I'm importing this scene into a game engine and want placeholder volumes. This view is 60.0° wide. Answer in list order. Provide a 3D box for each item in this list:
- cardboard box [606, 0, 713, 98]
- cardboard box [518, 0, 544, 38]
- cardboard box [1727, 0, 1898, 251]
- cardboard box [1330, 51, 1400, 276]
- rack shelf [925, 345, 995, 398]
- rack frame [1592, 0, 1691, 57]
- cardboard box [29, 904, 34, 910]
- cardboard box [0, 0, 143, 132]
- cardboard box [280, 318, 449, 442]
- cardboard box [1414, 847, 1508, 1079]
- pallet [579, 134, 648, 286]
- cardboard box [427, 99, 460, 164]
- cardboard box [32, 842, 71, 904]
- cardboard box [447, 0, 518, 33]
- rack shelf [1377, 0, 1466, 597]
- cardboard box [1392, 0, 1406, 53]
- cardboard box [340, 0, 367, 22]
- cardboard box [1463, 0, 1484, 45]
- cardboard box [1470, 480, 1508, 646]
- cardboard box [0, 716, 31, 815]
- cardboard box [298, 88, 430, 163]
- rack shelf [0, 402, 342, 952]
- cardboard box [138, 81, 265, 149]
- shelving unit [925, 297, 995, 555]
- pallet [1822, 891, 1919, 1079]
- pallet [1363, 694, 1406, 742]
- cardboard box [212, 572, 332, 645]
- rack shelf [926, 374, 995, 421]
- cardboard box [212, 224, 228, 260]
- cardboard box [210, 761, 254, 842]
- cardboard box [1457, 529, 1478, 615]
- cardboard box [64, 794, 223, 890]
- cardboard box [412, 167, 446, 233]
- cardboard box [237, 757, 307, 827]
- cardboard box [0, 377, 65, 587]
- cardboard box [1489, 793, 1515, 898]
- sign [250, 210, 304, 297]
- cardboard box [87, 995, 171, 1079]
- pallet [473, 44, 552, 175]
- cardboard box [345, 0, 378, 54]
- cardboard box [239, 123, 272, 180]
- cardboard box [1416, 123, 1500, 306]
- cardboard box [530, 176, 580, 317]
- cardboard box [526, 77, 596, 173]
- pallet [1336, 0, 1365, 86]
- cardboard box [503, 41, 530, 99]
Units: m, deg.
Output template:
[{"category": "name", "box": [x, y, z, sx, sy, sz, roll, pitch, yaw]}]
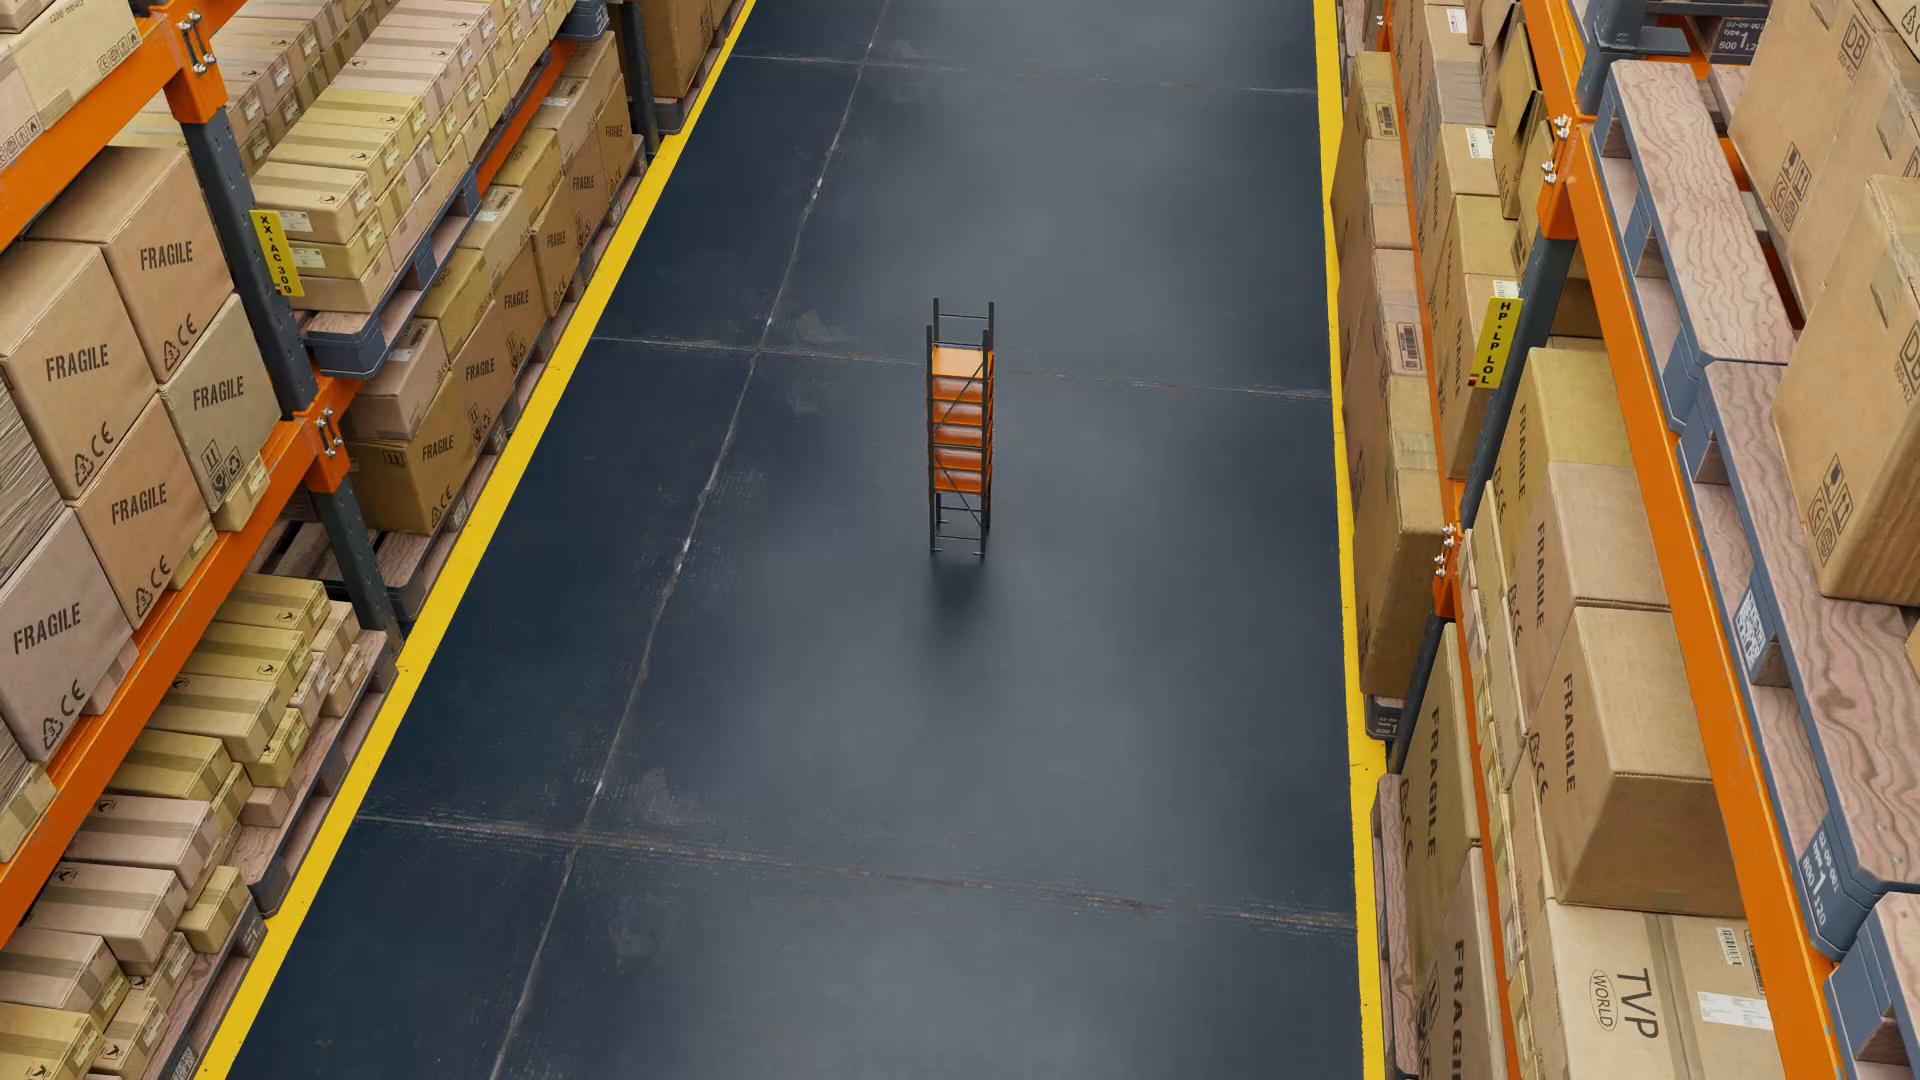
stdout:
[{"category": "cardboard box", "box": [-2.080, -3.135, 9.732, 1.050, 0.750, 0.750, 5, 44, 5]}, {"category": "cardboard box", "box": [-2.032, -2.304, 7.185, 0.380, 0.149, 0.250, 6, 44, 7]}, {"category": "cardboard box", "box": [2.080, -0.922, 3.432, 0.700, 0.500, 0.500, 3, 44, 3]}, {"category": "cardboard box", "box": [2.541, -1.785, 8.216, 1.225, 0.875, 0.875, 3, 44, 4]}, {"category": "rack shelf", "box": [0.002, -0.675, 6.653, 0.258, 0.103, 0.180, 5, 44, 6]}, {"category": "rack frame", "box": [2.124, -2.325, 3.183, 1.000, 3.000, 0.127, 5, 44, 6]}, {"category": "cardboard box", "box": [-3.147, 1.155, 5.639, 0.380, 0.149, 0.250, 4, 44, 4]}, {"category": "cardboard box", "box": [-2.576, -1.342, 4.435, 0.500, 0.250, 0.500, 6, 44, 7]}, {"category": "cardboard box", "box": [-2.419, -0.663, 6.758, 0.500, 0.250, 0.500, 3, 44, 4]}, {"category": "cardboard box", "box": [1.839, 1.528, 4.716, 0.875, 0.875, 0.875, 5, 44, 6]}, {"category": "pallet", "box": [-2.355, -1.847, 9.070, 1.003, 0.211, 1.213, 5, 44, 6]}, {"category": "cardboard box", "box": [-2.171, -1.592, 6.433, 0.380, 0.149, 0.250, 4, 44, 4]}, {"category": "cardboard box", "box": [-3.183, 1.045, 5.538, 0.380, 0.149, 0.250, 7, 44, 7]}, {"category": "cardboard box", "box": [-2.069, -2.236, 6.896, 0.380, 0.149, 0.250, 6, 44, 7]}, {"category": "rack shelf", "box": [2.389, -1.248, 6.932, 1.077, 0.370, 4.000, 5, 44, 6]}, {"category": "cardboard box", "box": [2.319, -2.602, 7.766, 0.500, 0.500, 0.500, 6, 44, 7]}, {"category": "cardboard box", "box": [-2.712, -2.307, 6.971, 0.380, 0.149, 0.250, 5, 44, 5]}, {"category": "cardboard box", "box": [2.452, -2.332, 6.752, 0.797, 0.503, 0.637, 6, 44, 6]}, {"category": "cardboard box", "box": [1.803, 0.096, 4.882, 0.500, 0.250, 0.500, 5, 44, 5]}, {"category": "cardboard box", "box": [-2.790, 0.587, 4.182, 0.500, 0.500, 0.500, 4, 44, 4]}, {"category": "cardboard box", "box": [-2.203, -1.535, 6.156, 0.380, 0.149, 0.250, 6, 44, 6]}, {"category": "rack shelf", "box": [-3.043, 0.958, 4.602, 1.077, 0.370, 4.000, 5, 44, 6]}, {"category": "cardboard box", "box": [-2.848, -1.594, 6.218, 0.380, 0.149, 0.250, 4, 44, 4]}, {"category": "shelving unit", "box": [0.002, -0.446, 6.870, 0.258, 1.200, 0.189, 5, 44, 6]}, {"category": "pallet", "box": [1.683, 1.016, 1.900, 1.003, 0.211, 1.213, 5, 44, 6]}, {"category": "pallet", "box": [2.152, 0.333, 6.767, 1.003, 0.211, 1.213, 5, 44, 6]}, {"category": "cardboard box", "box": [-2.568, 0.267, 6.144, 0.380, 0.149, 0.250, 6, 44, 7]}, {"category": "rack shelf", "box": [0.002, -0.588, 6.736, 0.258, 0.103, 0.180, 5, 44, 6]}, {"category": "cardboard box", "box": [-2.889, -1.193, 6.228, 0.380, 0.149, 0.250, 5, 44, 6]}, {"category": "cardboard box", "box": [-2.677, 0.884, 5.709, 0.380, 0.149, 0.250, 6, 44, 6]}, {"category": "cardboard box", "box": [1.756, 0.116, 5.151, 0.380, 0.149, 0.250, 5, 44, 6]}, {"category": "cardboard box", "box": [-2.644, 0.977, 5.394, 0.380, 0.149, 0.250, 3, 44, 3]}, {"category": "cardboard box", "box": [-2.203, -1.314, 6.355, 0.380, 0.149, 0.250, 6, 44, 6]}, {"category": "cardboard box", "box": [-2.581, 0.870, 5.940, 0.380, 0.149, 0.250, 4, 44, 4]}, {"category": "cardboard box", "box": [-2.718, -0.128, 4.210, 0.500, 0.500, 0.500, 6, 44, 7]}, {"category": "cardboard box", "box": [1.620, 0.828, 4.398, 0.380, 0.149, 0.250, 5, 44, 5]}, {"category": "sign", "box": [-2.240, -0.936, 5.450, 0.100, 0.325, 0.005, 5, 44, 6]}, {"category": "cardboard box", "box": [-2.730, 1.559, 5.212, 0.380, 0.149, 0.250, 5, 44, 6]}, {"category": "pallet", "box": [-2.471, -1.970, 7.310, 1.003, 0.211, 1.213, 5, 44, 6]}, {"category": "cardboard box", "box": [-2.713, -2.188, 7.063, 0.380, 0.149, 0.250, 7, 44, 7]}, {"category": "cardboard box", "box": [-2.853, -1.473, 6.307, 0.380, 0.149, 0.250, 7, 44, 7]}, {"category": "cardboard box", "box": [2.050, -1.220, 6.306, 0.500, 0.500, 0.500, 5, 44, 5]}, {"category": "cardboard box", "box": [-2.204, -1.449, 8.134, 0.500, 0.500, 0.500, 3, 44, 4]}, {"category": "cardboard box", "box": [-2.136, -2.074, 8.248, 0.500, 0.250, 0.500, 6, 44, 6]}, {"category": "pallet", "box": [2.922, -3.222, 10.521, 1.003, 0.211, 1.213, 5, 44, 6]}, {"category": "cardboard box", "box": [-2.067, -2.016, 7.097, 0.380, 0.149, 0.250, 3, 44, 4]}]
